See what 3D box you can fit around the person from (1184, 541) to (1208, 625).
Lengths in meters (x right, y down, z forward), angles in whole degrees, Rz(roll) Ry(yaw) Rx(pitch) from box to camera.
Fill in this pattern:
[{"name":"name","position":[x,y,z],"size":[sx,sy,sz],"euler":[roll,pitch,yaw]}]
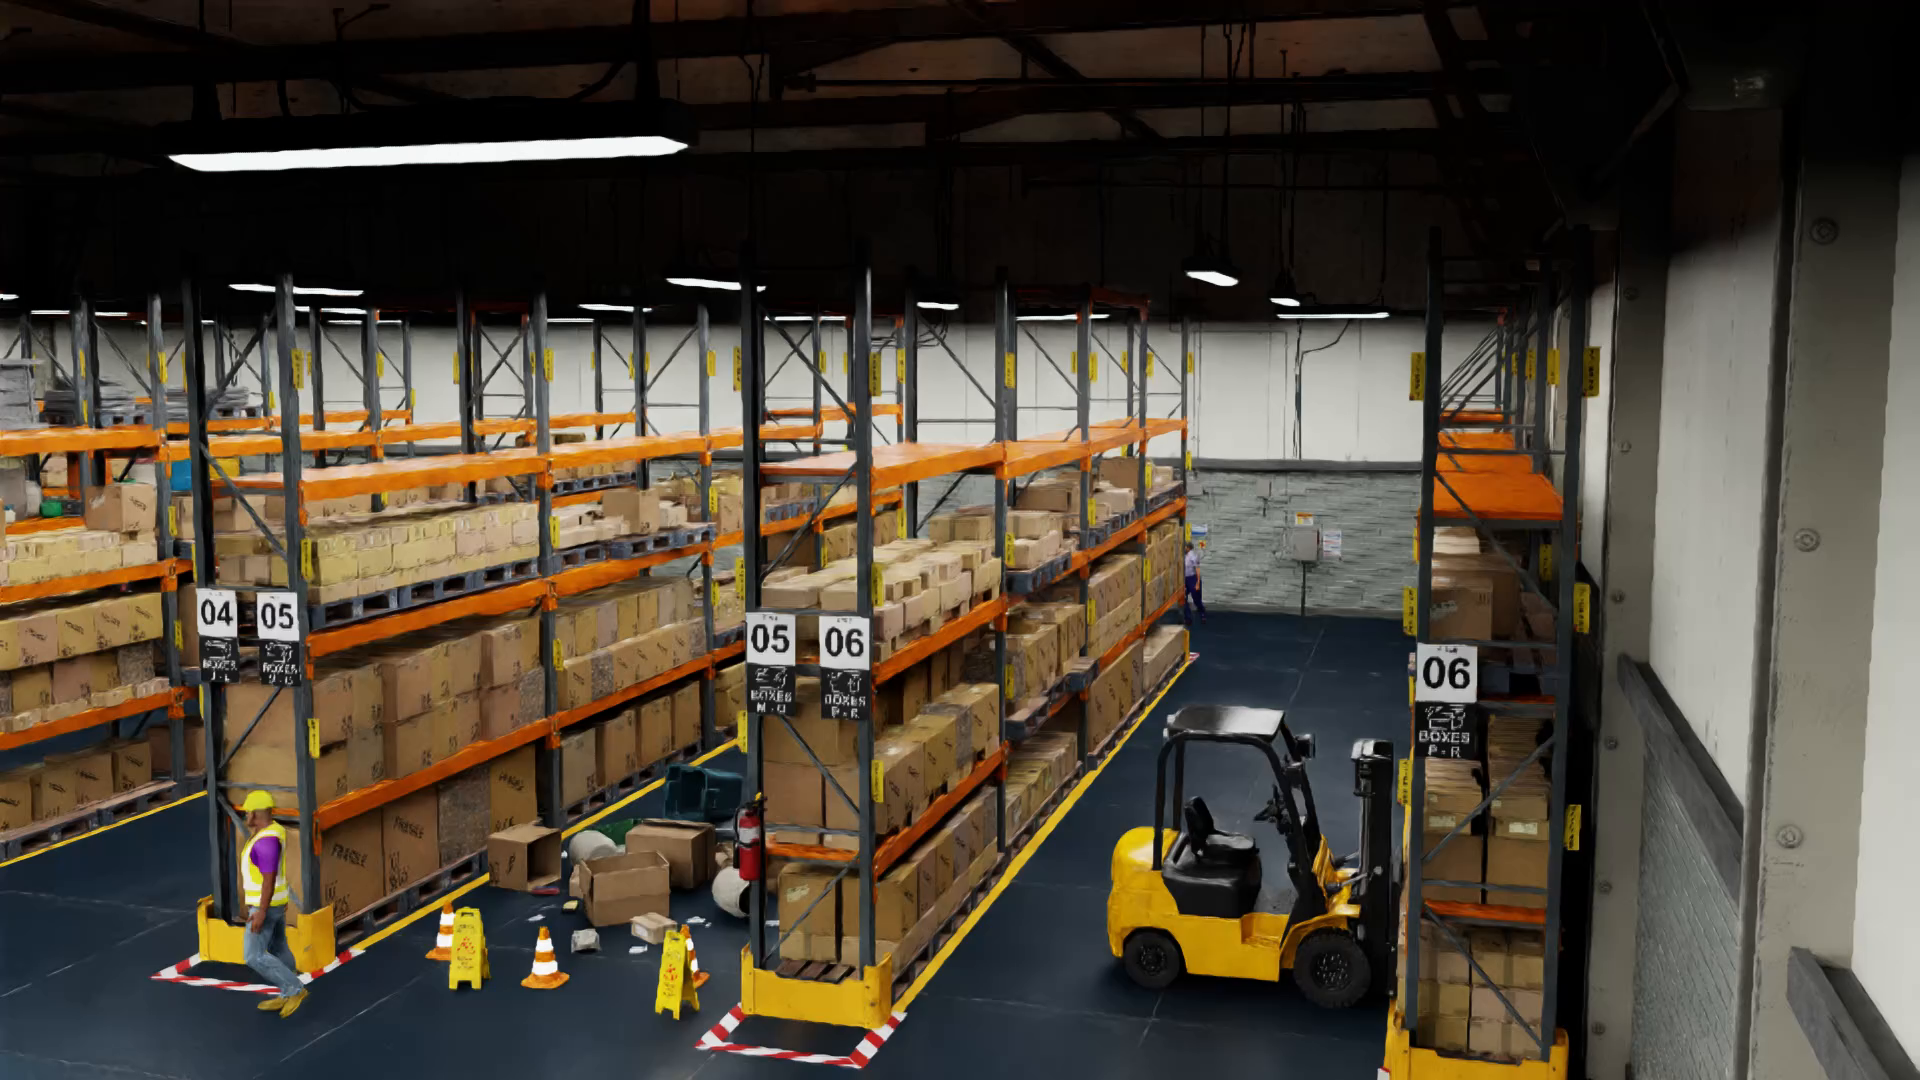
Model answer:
[{"name":"person","position":[4.468,0.801,31.839],"size":[0.552,1.631,0.542],"euler":[-5,8,-36]}]

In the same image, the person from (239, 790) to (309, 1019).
[{"name":"person","position":[-5.367,2.829,13.005],"size":[0.457,1.759,0.696],"euler":[-2,7,-20]}]
